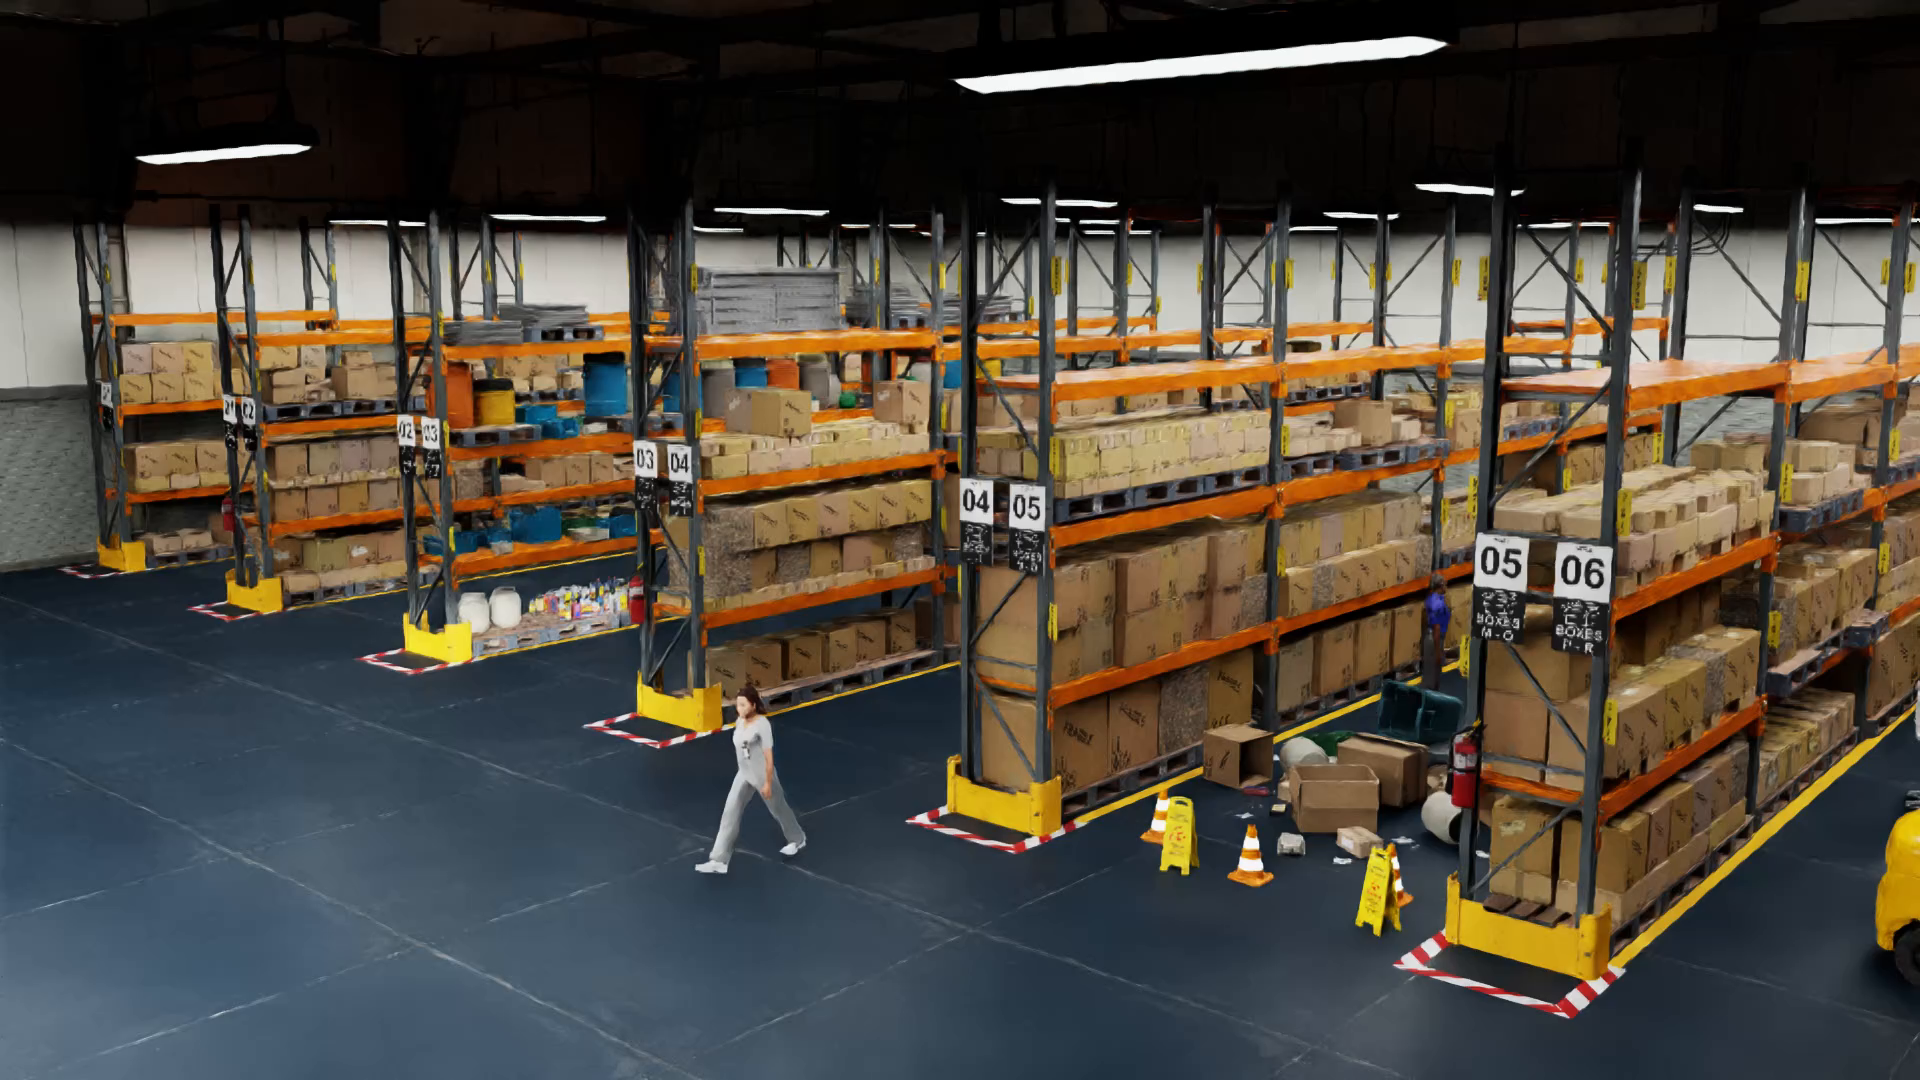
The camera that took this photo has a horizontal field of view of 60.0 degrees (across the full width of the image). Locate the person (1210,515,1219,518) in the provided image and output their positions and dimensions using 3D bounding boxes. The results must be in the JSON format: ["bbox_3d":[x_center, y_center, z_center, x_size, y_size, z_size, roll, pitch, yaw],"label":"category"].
[{"bbox_3d":[3.258,0.525,21.186,0.677,1.724,0.547,8,12,39],"label":"person"}]

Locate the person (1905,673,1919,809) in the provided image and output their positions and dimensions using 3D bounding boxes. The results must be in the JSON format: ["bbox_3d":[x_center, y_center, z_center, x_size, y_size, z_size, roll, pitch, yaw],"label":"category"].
[{"bbox_3d":[9.270,1.719,15.856,0.525,1.677,0.454,-3,10,-17],"label":"person"}]

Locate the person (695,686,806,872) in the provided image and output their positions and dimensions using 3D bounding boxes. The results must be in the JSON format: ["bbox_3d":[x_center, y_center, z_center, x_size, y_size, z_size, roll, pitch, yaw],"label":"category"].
[{"bbox_3d":[-1.758,2.024,14.242,0.445,1.591,1.110,8,12,38],"label":"person"}]

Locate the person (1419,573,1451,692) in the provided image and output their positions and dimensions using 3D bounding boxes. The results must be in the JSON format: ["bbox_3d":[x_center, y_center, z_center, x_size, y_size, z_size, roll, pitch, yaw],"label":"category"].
[{"bbox_3d":[5.455,1.201,18.996,0.414,1.666,0.507,2,10,11],"label":"person"}]
